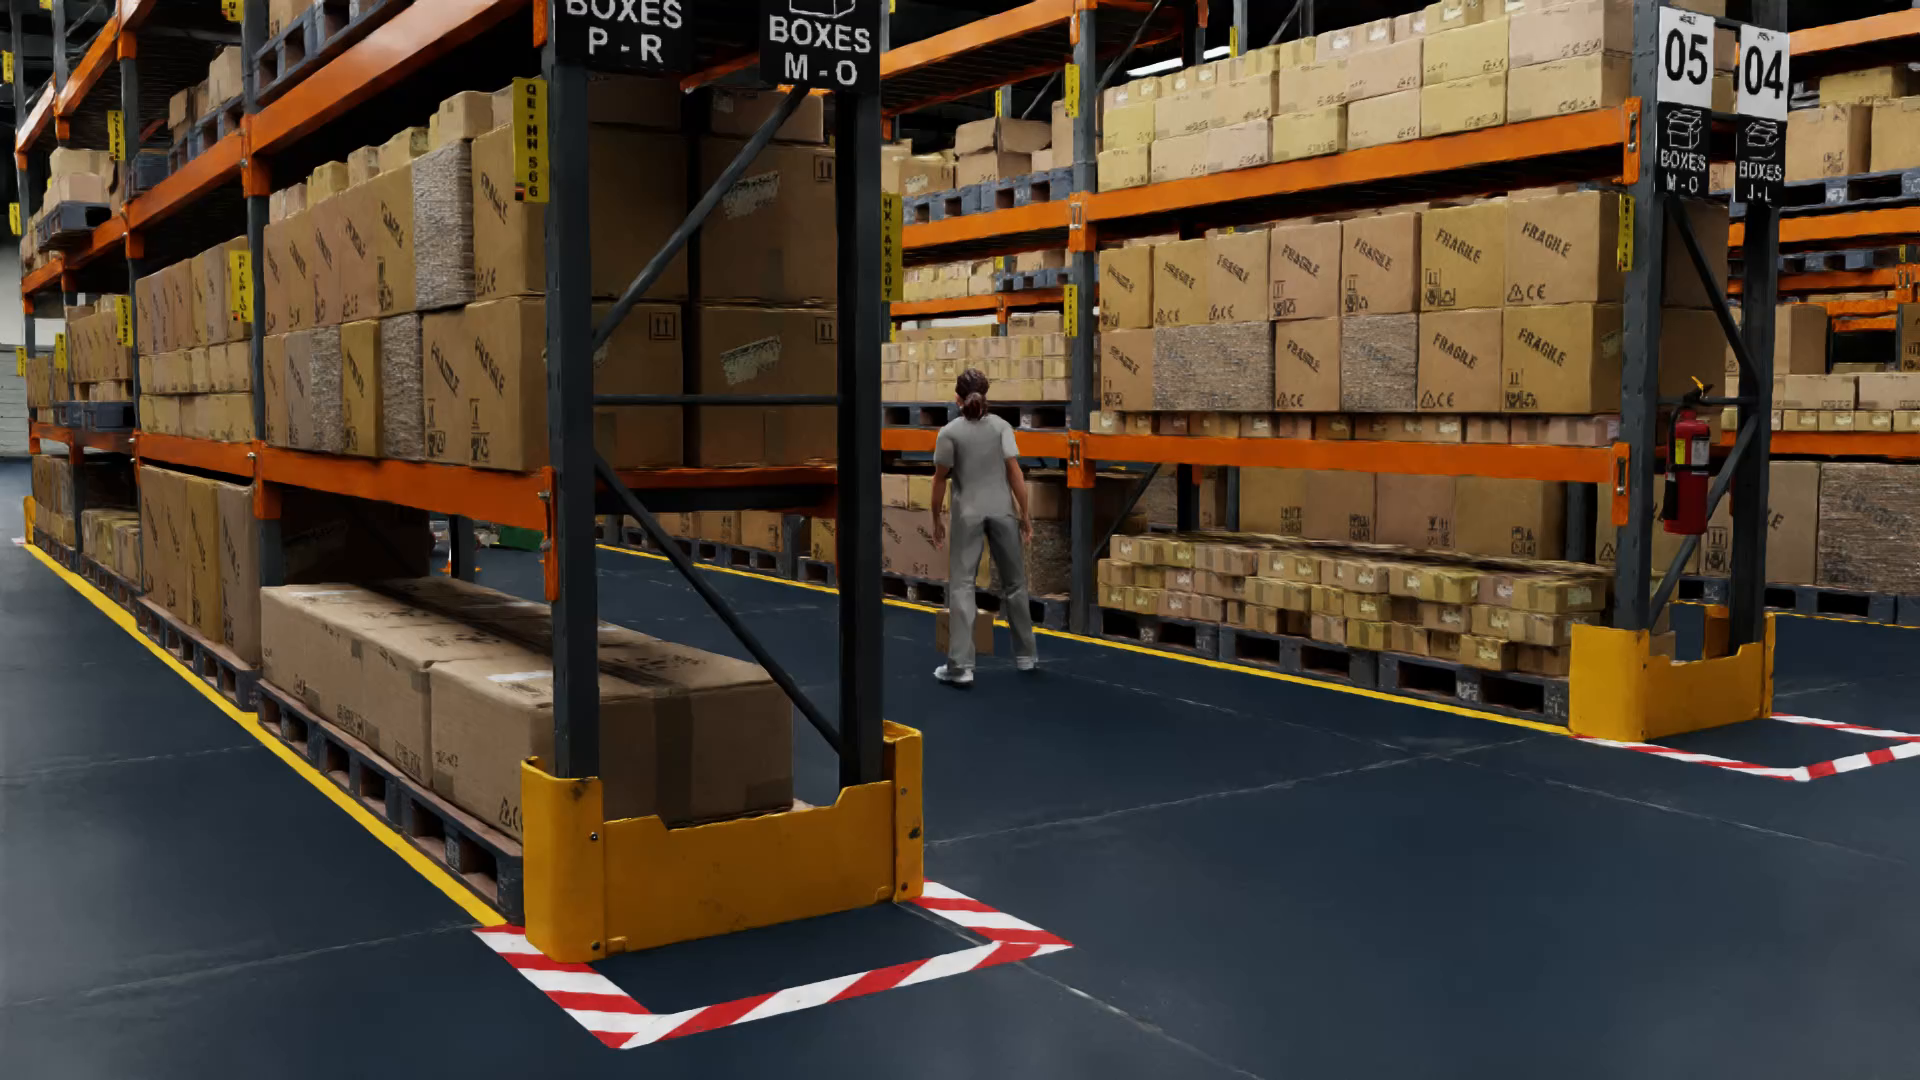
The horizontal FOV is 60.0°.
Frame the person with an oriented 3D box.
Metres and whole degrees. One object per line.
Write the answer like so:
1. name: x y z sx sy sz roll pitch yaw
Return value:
1. person: 0.153 -0.097 8.988 0.629 1.663 0.618 -1 5 -6
